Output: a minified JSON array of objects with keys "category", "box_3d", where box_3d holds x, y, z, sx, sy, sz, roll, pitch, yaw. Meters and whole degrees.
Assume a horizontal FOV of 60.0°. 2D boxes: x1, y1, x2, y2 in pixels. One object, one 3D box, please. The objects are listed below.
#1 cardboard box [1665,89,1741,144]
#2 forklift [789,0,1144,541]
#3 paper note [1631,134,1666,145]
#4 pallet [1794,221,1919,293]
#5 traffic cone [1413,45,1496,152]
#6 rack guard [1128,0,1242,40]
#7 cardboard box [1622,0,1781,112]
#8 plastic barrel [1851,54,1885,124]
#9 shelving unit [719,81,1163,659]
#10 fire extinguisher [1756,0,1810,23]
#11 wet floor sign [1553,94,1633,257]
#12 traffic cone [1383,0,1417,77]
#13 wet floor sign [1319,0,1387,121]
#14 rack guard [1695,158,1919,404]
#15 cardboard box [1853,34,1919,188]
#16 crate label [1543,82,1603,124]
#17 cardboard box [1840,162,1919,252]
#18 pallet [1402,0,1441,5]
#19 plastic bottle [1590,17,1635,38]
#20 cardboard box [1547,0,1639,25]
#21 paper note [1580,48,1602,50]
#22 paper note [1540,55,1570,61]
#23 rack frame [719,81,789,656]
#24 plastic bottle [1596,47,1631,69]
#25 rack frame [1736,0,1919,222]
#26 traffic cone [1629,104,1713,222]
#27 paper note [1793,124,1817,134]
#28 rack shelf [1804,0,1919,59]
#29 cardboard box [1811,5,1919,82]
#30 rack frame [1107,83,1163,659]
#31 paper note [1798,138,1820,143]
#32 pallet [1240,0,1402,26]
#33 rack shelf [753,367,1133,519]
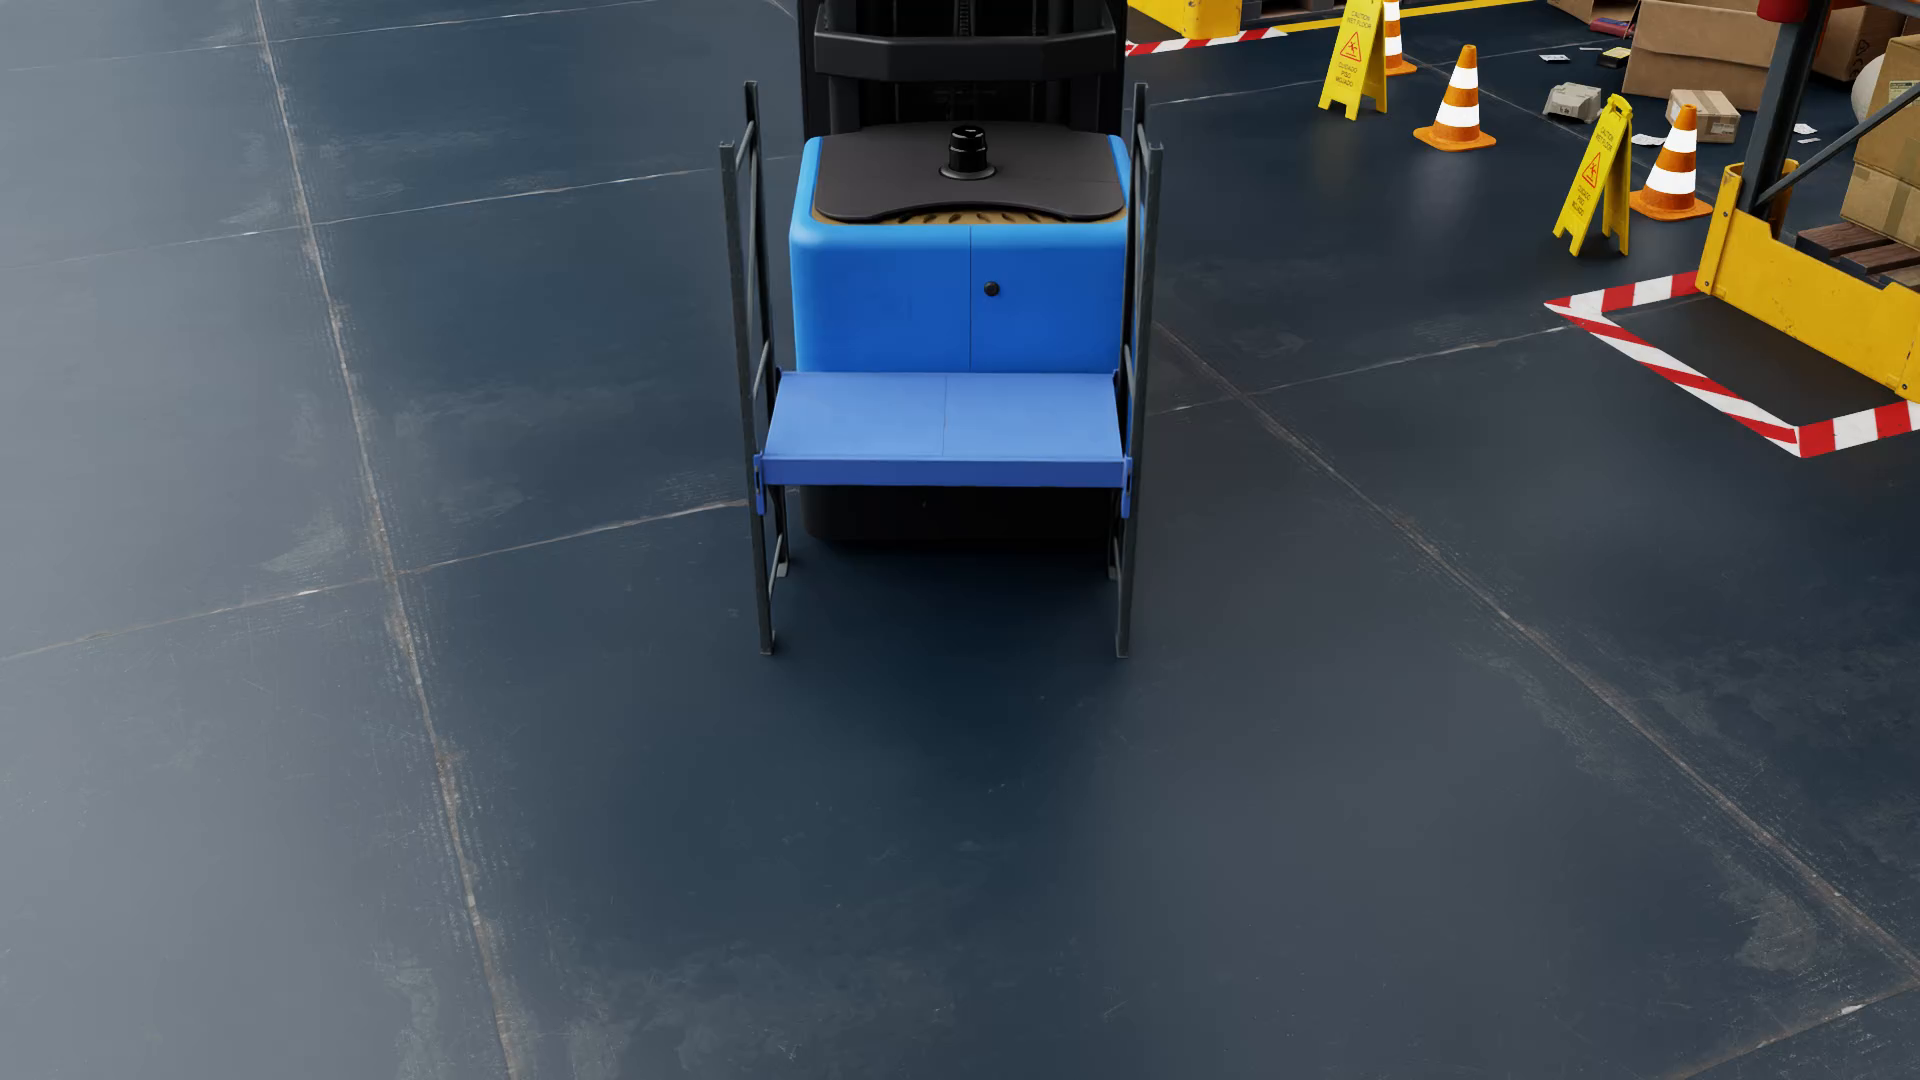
[{"category":"cardboard box","box_3d":[3.752,-2.143,8.407,0.250,0.149,0.380,4,33,6]},{"category":"forklift","box_3d":[0.003,-1.995,5.629,1.130,2.935,3.031,-1,33,-1]},{"category":"paper note","box_3d":[3.427,-2.001,8.298,0.142,0.019,0.148,-27,42,-35]},{"category":"pallet","box_3d":[4.159,-1.046,6.665,1.213,0.211,1.003,-13,35,-19]},{"category":"traffic cone","box_3d":[2.480,-2.208,8.219,0.334,0.463,0.336,-13,35,-19]},{"category":"rack guard","box_3d":[1.295,-3.460,10.110,0.348,0.500,1.175,-13,35,-19]},{"category":"cardboard box","box_3d":[3.966,-2.643,8.851,0.797,0.503,0.637,16,36,23]},{"category":"plastic barrel","box_3d":[4.645,-2.163,8.186,0.421,0.421,0.512,10,34,14]},{"category":"shelving unit","box_3d":[-0.041,-0.430,4.536,1.048,1.500,0.538,1,33,1]},{"category":"fire extinguisher","box_3d":[3.042,-2.221,5.983,0.183,0.674,0.296,-13,35,-19]},{"category":"wet floor sign","box_3d":[2.737,-1.557,7.051,0.232,0.644,0.267,-2,33,-2]},{"category":"traffic cone","box_3d":[2.356,-2.848,9.203,0.334,0.463,0.336,-13,35,-19]},{"category":"wet floor sign","box_3d":[2.057,-2.525,8.538,0.232,0.644,0.267,-19,38,-27]},{"category":"rack guard","box_3d":[3.396,-1.014,6.350,0.348,0.500,1.175,-13,35,-19]},{"category":"cardboard box","box_3d":[3.964,-1.683,6.536,0.500,0.500,0.500,-13,35,-19]},{"category":"crate label","box_3d":[3.181,-2.269,8.611,0.250,0.136,0.298,23,39,30]},{"category":"cardboard box","box_3d":[3.990,-1.380,6.757,0.500,0.250,0.500,-13,35,-19]},{"category":"pallet","box_3d":[3.147,-3.808,10.909,1.213,0.211,1.003,-13,35,-19]},{"category":"plastic bottle","box_3d":[3.896,-3.030,9.851,0.133,0.061,0.283,-27,42,-35]},{"category":"cardboard box","box_3d":[3.971,-3.467,10.118,0.500,0.500,0.500,-7,34,-11]},{"category":"paper note","box_3d":[3.642,-2.834,9.597,0.123,0.001,0.032,4,33,6]},{"category":"paper note","box_3d":[3.382,-2.737,9.429,0.142,0.017,0.144,-2,33,-2]},{"category":"rack frame","box_3d":[-0.549,-0.435,4.543,0.032,1.500,0.500,1,33,1]},{"category":"plastic bottle","box_3d":[3.729,-2.733,9.394,0.283,0.061,0.133,-27,42,-35]},{"category":"rack frame","box_3d":[3.326,-2.045,5.643,0.127,3.000,1.000,-13,35,-19]},{"category":"traffic cone","box_3d":[3.223,-1.722,7.472,0.334,0.463,0.336,-13,35,-19]},{"category":"paper note","box_3d":[4.269,-2.101,8.461,0.142,0.019,0.148,-2,33,-2]},{"category":"rack shelf","box_3d":[5.170,-2.166,6.488,4.000,0.370,1.077,-13,35,-19]},{"category":"cardboard box","box_3d":[4.825,-2.901,9.123,0.503,0.637,0.797,-13,35,-19]},{"category":"rack frame","box_3d":[0.467,-0.426,4.529,0.032,1.500,0.500,1,33,1]},{"category":"paper note","box_3d":[4.243,-1.996,8.308,0.123,0.001,0.032,-13,35,-19]},{"category":"pallet","box_3d":[2.024,-3.552,10.516,1.213,0.211,1.003,-13,35,-19]},{"category":"rack shelf","box_3d":[-0.041,-0.280,4.634,1.000,0.185,0.538,1,33,1]}]
